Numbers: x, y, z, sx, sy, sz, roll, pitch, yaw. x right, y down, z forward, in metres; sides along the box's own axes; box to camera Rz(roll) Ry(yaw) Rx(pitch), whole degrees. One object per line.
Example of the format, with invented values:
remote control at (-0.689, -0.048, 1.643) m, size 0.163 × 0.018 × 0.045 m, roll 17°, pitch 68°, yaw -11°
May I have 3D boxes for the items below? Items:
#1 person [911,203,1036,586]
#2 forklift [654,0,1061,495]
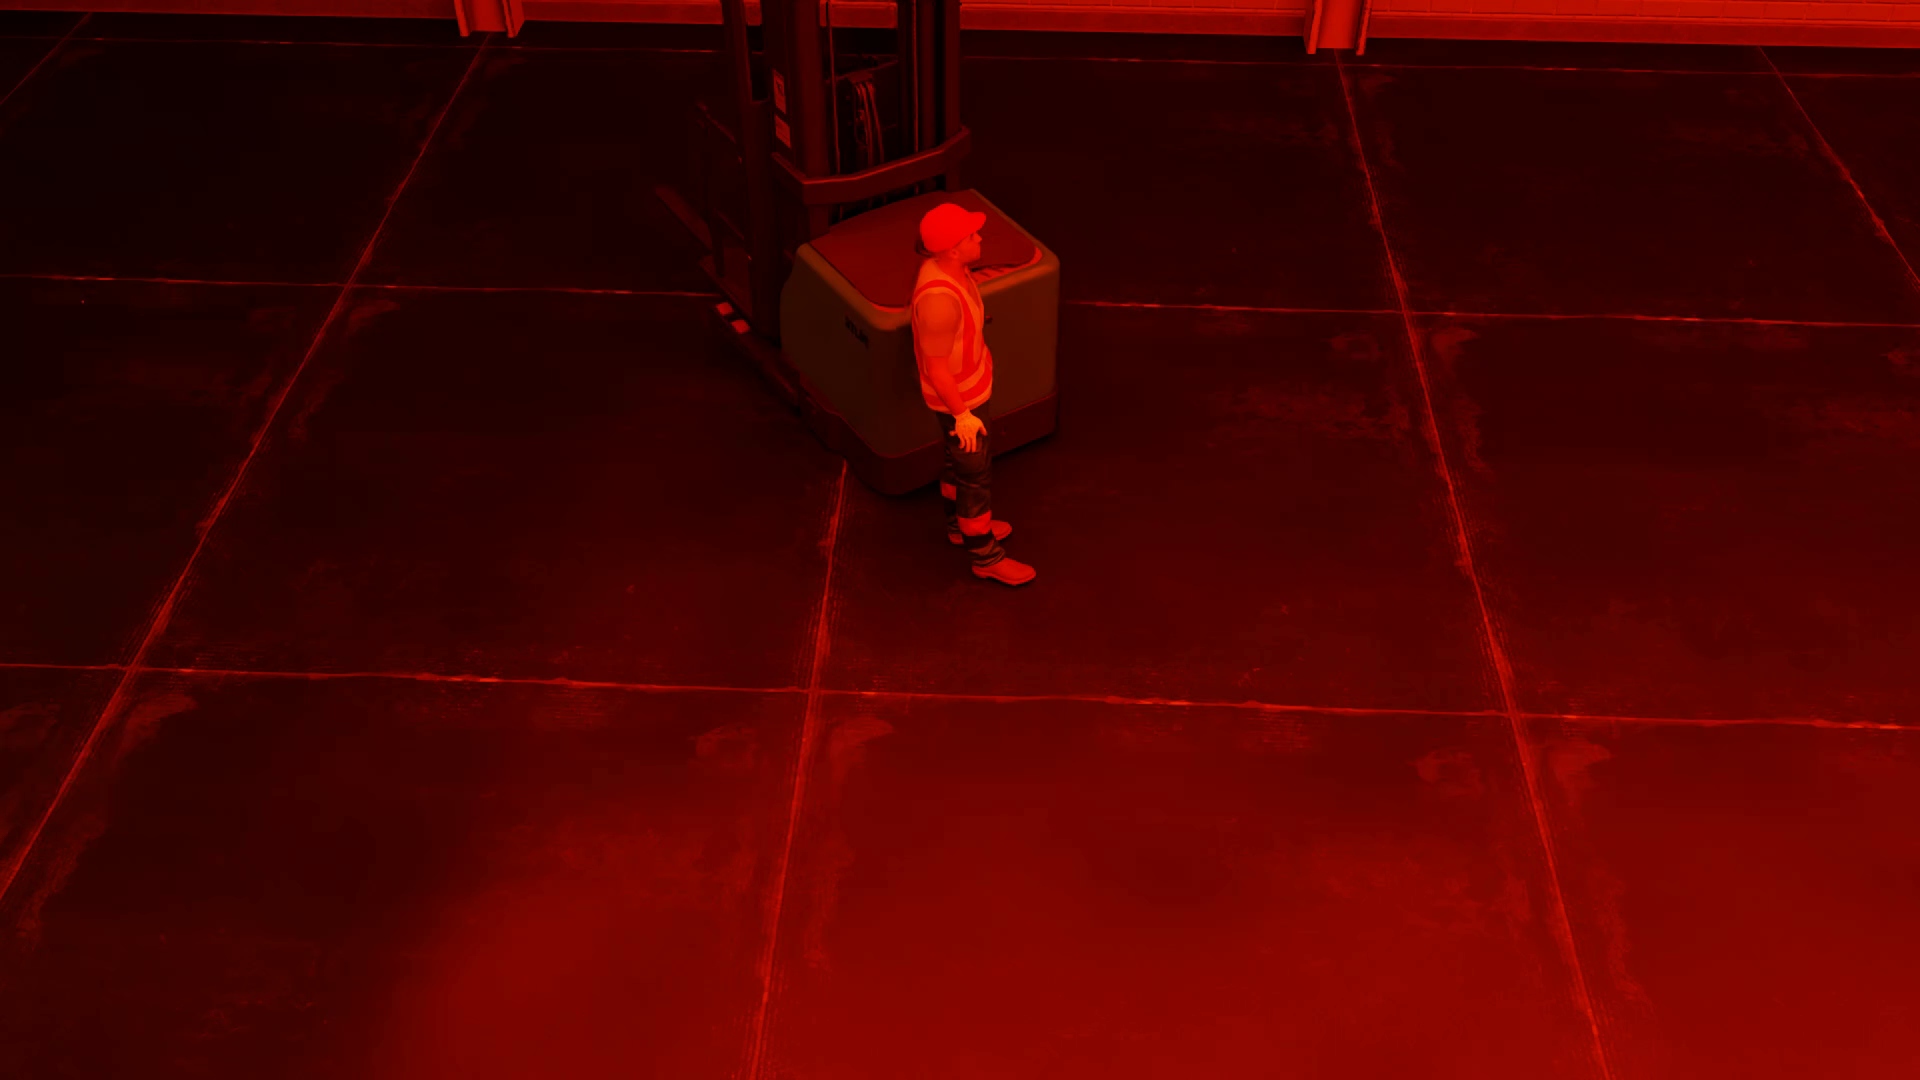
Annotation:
person at (0.079, -0.655, 7.296) m, size 0.564 × 1.787 × 0.637 m, roll 2°, pitch 42°, yaw 2°
forklift at (-0.725, -2.269, 8.228) m, size 1.130 × 2.935 × 3.031 m, roll -23°, pitch 47°, yaw -23°
